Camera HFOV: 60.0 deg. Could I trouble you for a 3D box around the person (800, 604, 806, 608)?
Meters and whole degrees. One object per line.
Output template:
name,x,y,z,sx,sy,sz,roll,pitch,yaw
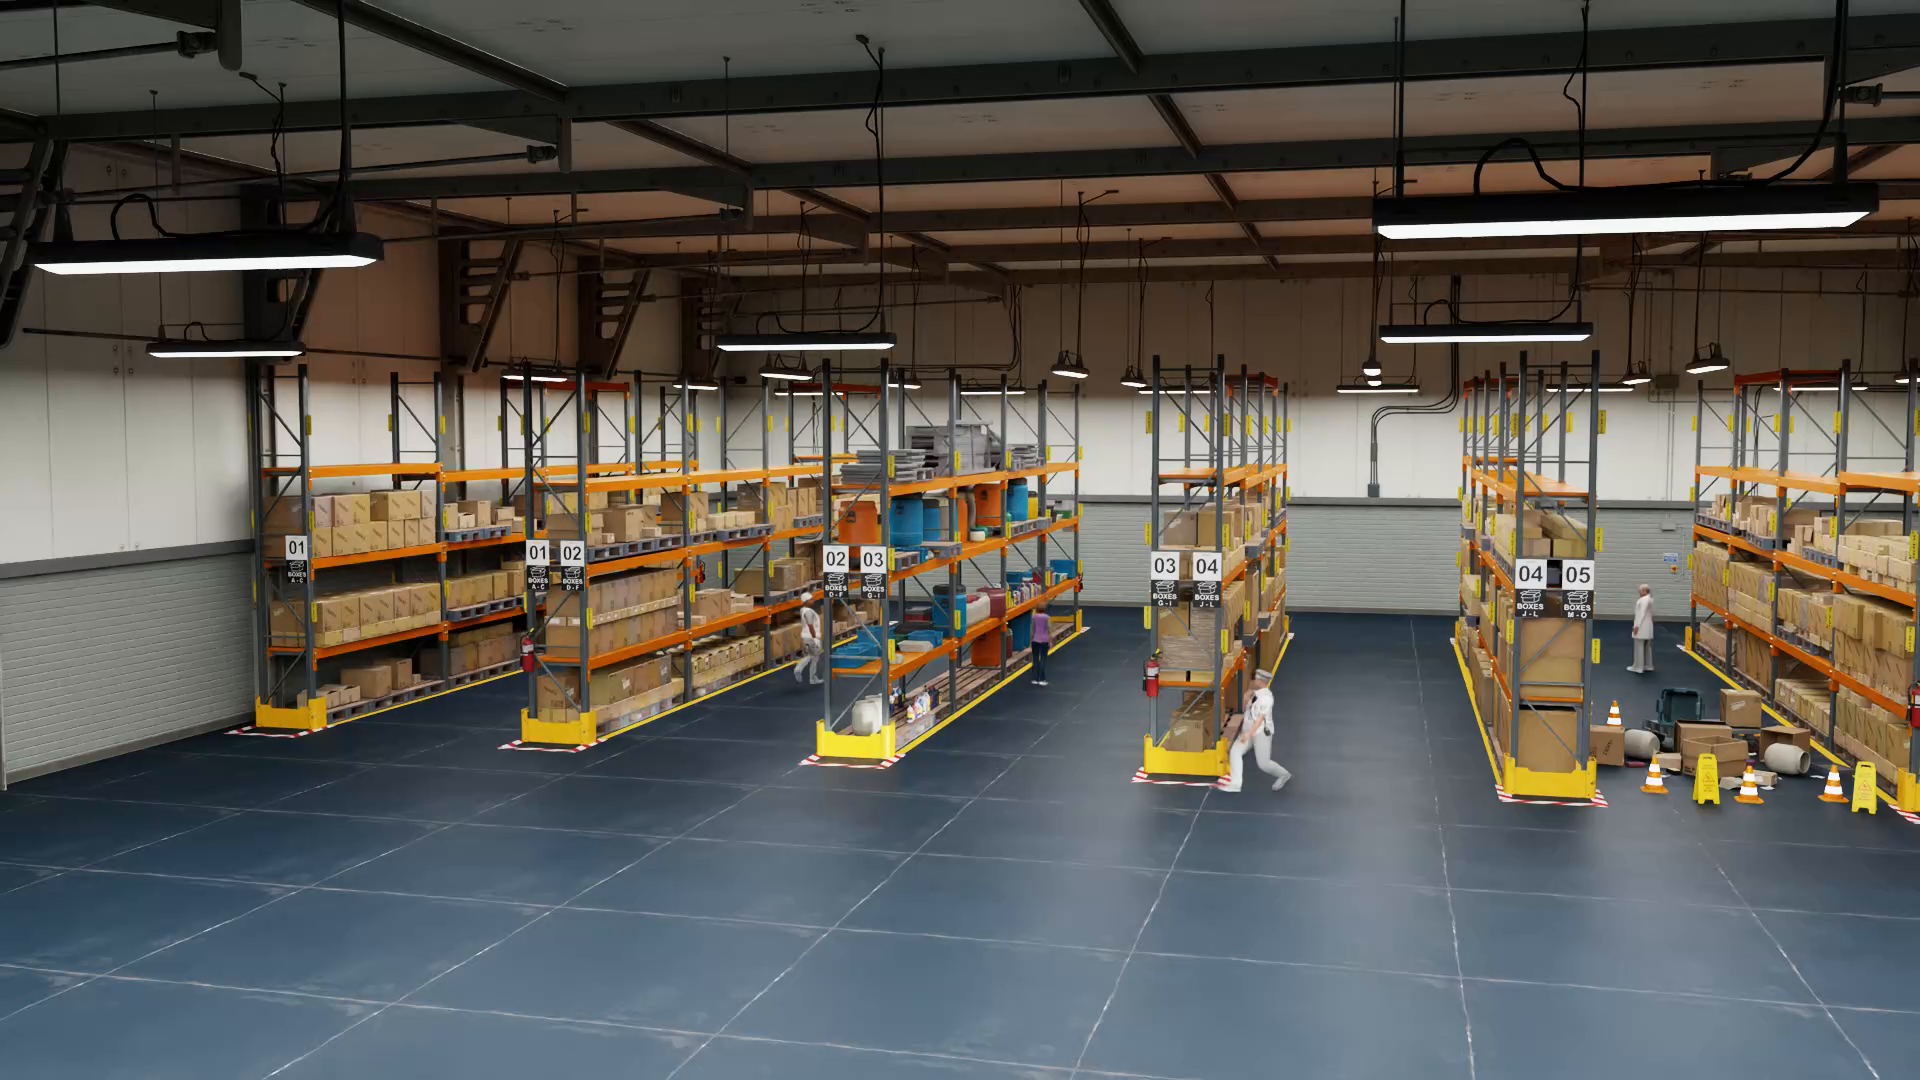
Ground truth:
person,-4.075,1.295,41.766,0.536,1.617,0.996,2,4,25

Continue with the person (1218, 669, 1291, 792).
person,4.025,2.606,22.694,1.029,1.673,0.482,-2,5,-31

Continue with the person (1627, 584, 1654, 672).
person,13.842,1.849,33.816,0.652,1.668,0.429,-4,5,-44

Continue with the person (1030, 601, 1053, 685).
person,1.563,1.980,31.918,0.482,1.610,0.323,2,4,25

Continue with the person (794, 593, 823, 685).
person,-2.891,1.889,31.875,0.610,1.768,0.569,-3,5,-38
